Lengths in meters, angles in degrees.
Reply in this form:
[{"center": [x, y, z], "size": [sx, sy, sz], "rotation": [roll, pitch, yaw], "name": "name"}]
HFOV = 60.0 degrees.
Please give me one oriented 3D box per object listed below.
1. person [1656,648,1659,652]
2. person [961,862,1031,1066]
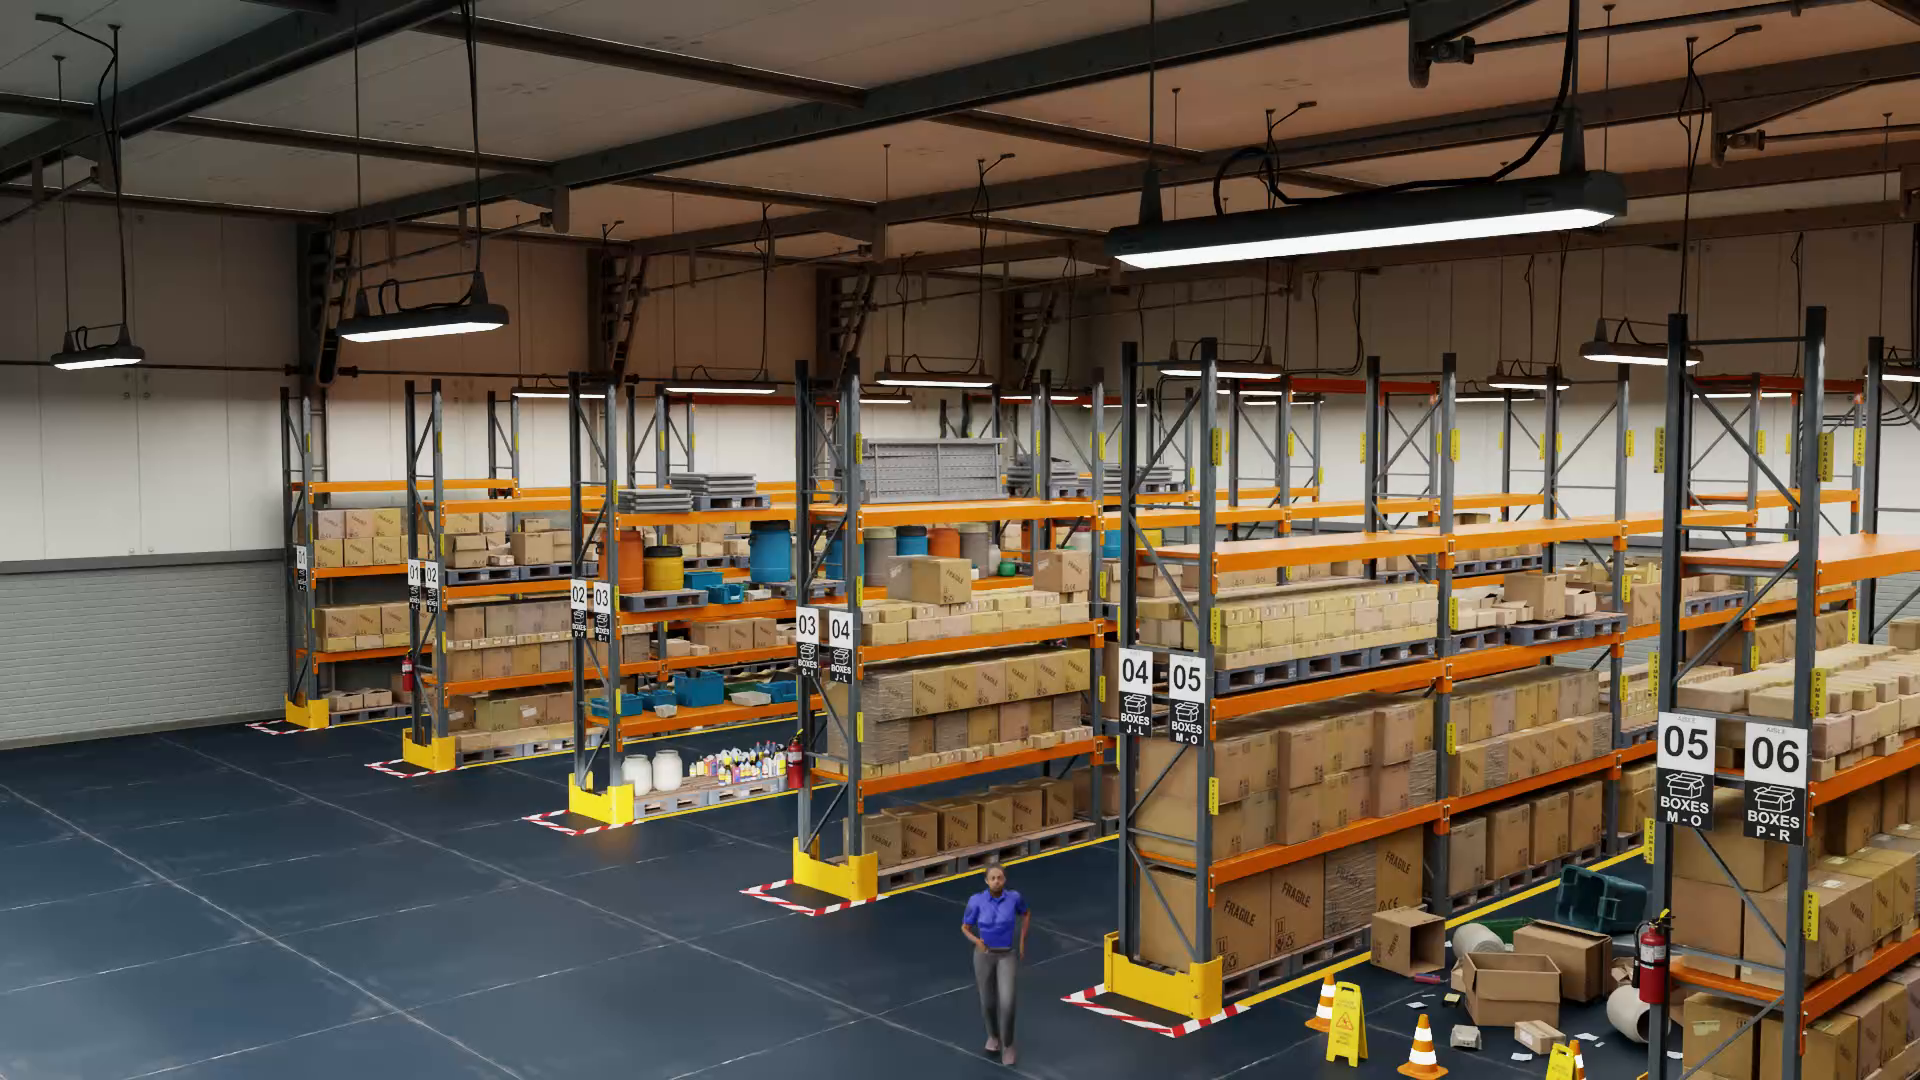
[{"center": [11.197, 2.592, 26.438], "size": [0.731, 1.825, 0.676], "rotation": [-3, 5, -38], "name": "person"}, {"center": [0.295, 3.484, 13.658], "size": [0.573, 1.682, 0.695], "rotation": [0, 4, 2], "name": "person"}]
